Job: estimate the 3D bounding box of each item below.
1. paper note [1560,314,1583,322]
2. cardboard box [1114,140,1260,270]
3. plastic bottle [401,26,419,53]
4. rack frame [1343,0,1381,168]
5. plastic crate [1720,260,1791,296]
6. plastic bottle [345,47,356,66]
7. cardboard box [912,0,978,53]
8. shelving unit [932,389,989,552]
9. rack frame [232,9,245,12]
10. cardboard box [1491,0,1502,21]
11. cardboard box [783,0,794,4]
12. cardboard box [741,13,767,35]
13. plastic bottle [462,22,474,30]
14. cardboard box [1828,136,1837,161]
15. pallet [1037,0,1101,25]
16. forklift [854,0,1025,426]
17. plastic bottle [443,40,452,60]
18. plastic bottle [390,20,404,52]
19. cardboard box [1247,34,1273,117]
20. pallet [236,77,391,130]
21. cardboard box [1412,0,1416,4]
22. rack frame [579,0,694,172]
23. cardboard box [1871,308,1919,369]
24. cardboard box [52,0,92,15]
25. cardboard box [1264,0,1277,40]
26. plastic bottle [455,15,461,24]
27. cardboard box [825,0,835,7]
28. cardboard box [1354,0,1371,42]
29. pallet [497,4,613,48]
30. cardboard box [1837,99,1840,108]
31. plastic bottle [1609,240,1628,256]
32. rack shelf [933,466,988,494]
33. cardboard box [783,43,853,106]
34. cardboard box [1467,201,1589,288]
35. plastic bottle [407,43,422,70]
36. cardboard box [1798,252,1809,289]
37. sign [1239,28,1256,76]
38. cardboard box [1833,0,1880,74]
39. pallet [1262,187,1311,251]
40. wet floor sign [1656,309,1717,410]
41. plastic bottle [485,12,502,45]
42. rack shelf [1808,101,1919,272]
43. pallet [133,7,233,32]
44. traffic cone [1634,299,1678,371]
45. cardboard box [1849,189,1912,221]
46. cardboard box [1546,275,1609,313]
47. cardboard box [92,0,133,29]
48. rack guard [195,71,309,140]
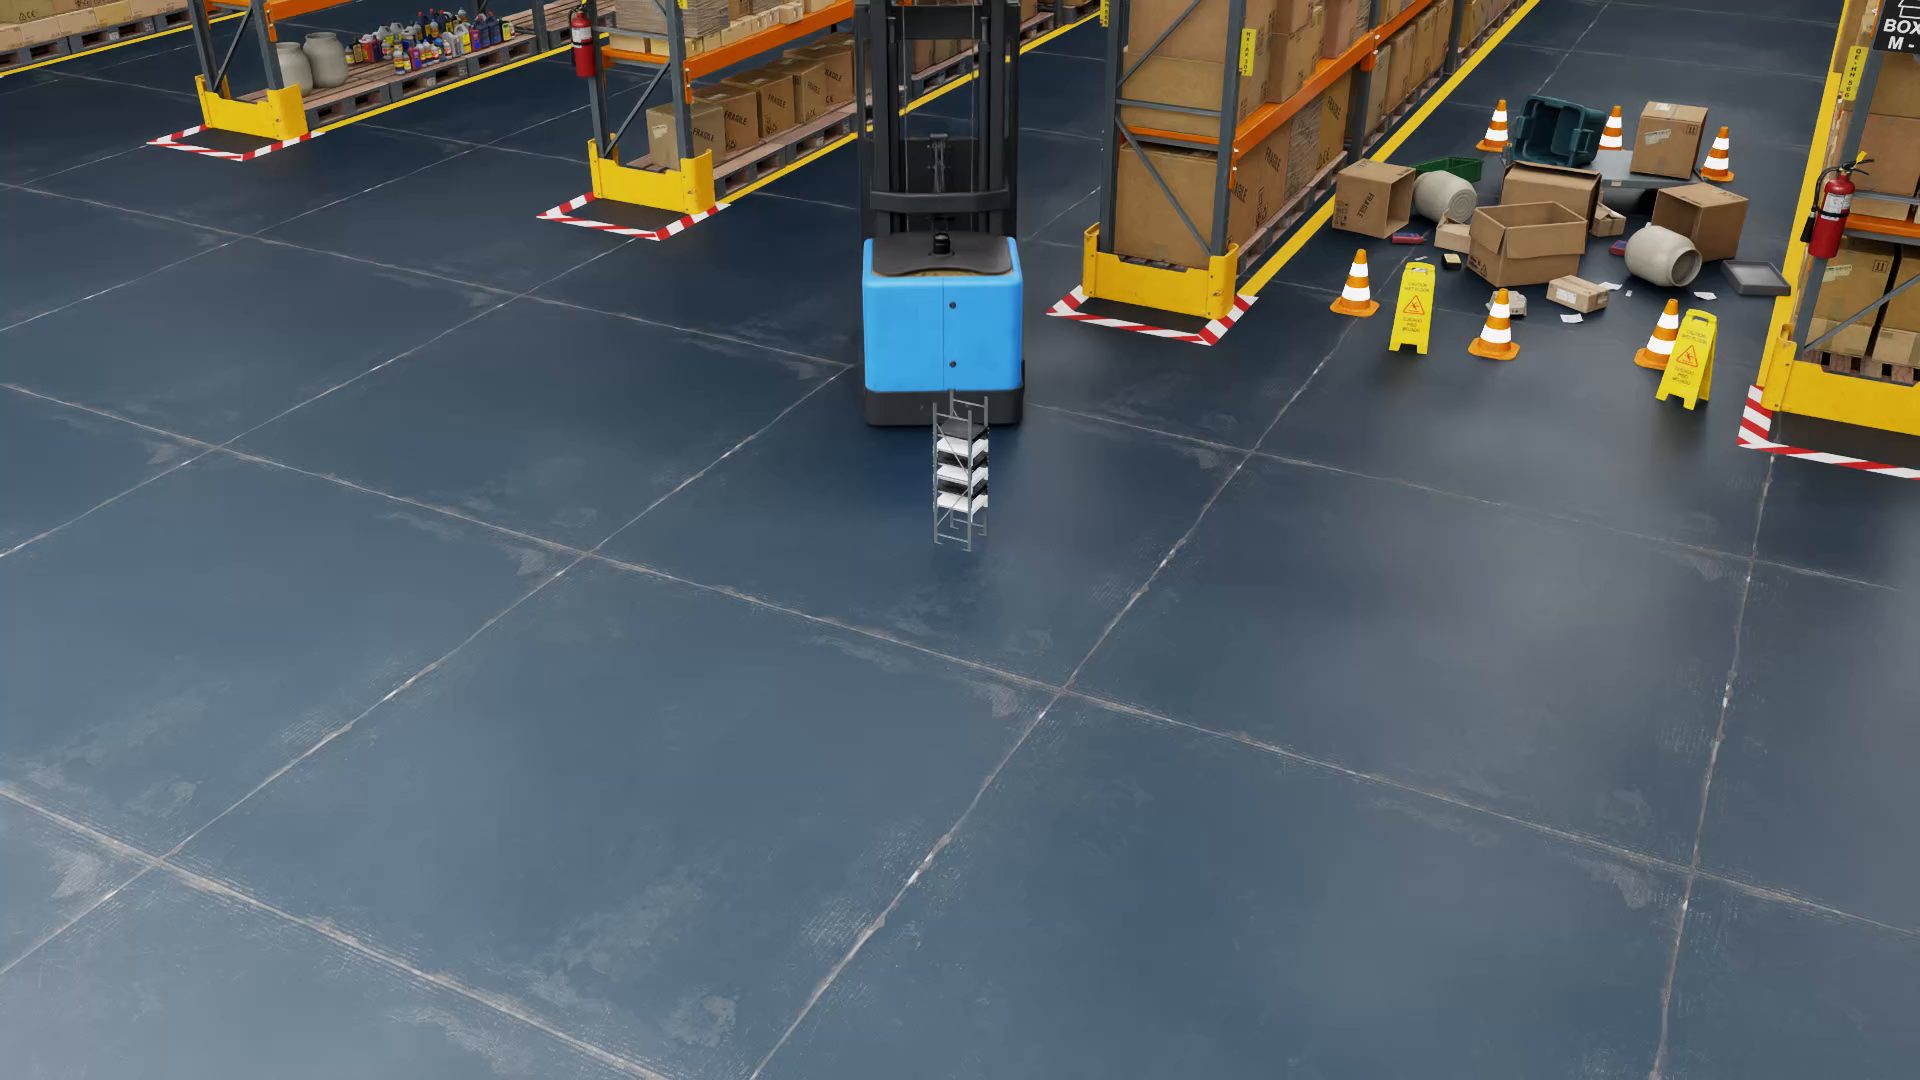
[{"bbox_3d":[4.664,-1.694,12.668,0.148,0.019,0.142,4,30,6],"label":"paper note"},{"bbox_3d":[1.803,-2.765,13.264,0.875,0.875,0.875,14,33,24],"label":"cardboard box"},{"bbox_3d":[-6.277,-5.707,18.969,0.152,0.276,0.135,14,33,23],"label":"plastic bottle"},{"bbox_3d":[3.375,-4.962,15.378,1.000,3.000,0.127,14,33,23],"label":"rack frame"},{"bbox_3d":[6.382,-2.108,13.340,0.402,0.080,0.583,4,30,6],"label":"plastic crate"},{"bbox_3d":[-6.780,-5.373,18.463,0.097,0.201,0.097,0,30,0],"label":"plastic bottle"},{"bbox_3d":[-0.207,-5.961,19.187,0.700,0.500,0.500,11,32,19],"label":"cardboard box"},{"bbox_3d":[0.004,-0.394,9.532,0.258,0.900,0.210,14,33,23],"label":"shelving unit"},{"bbox_3d":[-9.812,-8.381,21.332,1.000,3.000,0.127,14,33,23],"label":"rack frame"},{"bbox_3d":[6.435,-6.767,20.611,0.500,0.500,0.500,14,33,22],"label":"cardboard box"},{"bbox_3d":[-1.916,-5.448,15.826,0.875,0.500,0.500,14,33,23],"label":"cardboard box"},{"bbox_3d":[-2.001,-4.761,15.280,0.380,0.149,0.250,14,33,23],"label":"cardboard box"},{"bbox_3d":[-5.671,-5.852,19.221,0.152,0.276,0.135,14,33,23],"label":"plastic bottle"},{"bbox_3d":[6.975,-3.010,12.914,0.380,0.149,0.250,16,33,25],"label":"cardboard box"},{"bbox_3d":[1.254,-7.028,21.777,1.003,0.211,1.213,14,33,23],"label":"pallet"},{"bbox_3d":[-0.159,-2.720,11.543,1.130,2.935,3.031,-1,30,-2],"label":"forklift"},{"bbox_3d":[-5.782,-5.524,18.725,0.097,0.201,0.097,0,30,0],"label":"plastic bottle"},{"bbox_3d":[-6.421,-5.762,18.989,0.144,0.351,0.185,14,33,23],"label":"plastic bottle"},{"bbox_3d":[1.912,-3.677,12.991,0.875,0.550,0.550,14,33,23],"label":"cardboard box"},{"bbox_3d":[-6.858,-4.676,17.681,1.003,0.211,1.213,14,33,23],"label":"pallet"},{"bbox_3d":[4.313,-5.622,16.428,0.500,0.500,0.500,14,33,23],"label":"cardboard box"},{"bbox_3d":[-2.817,-4.359,14.328,1.000,3.000,0.127,14,33,23],"label":"rack frame"},{"bbox_3d":[6.619,-1.395,11.507,0.500,0.250,0.500,14,33,23],"label":"cardboard box"},{"bbox_3d":[-10.749,-6.556,19.741,0.500,0.500,0.500,14,33,23],"label":"cardboard box"},{"bbox_3d":[1.925,-4.142,12.716,0.875,0.550,0.550,14,33,23],"label":"cardboard box"},{"bbox_3d":[-5.985,-6.146,19.808,0.097,0.201,0.097,0,30,0],"label":"plastic bottle"},{"bbox_3d":[-1.444,-5.318,16.251,0.380,0.149,0.250,14,33,23],"label":"cardboard box"},{"bbox_3d":[3.217,-4.861,15.051,0.875,0.550,0.550,14,33,23],"label":"cardboard box"},{"bbox_3d":[-5.081,-6.403,20.688,1.003,0.211,1.213,14,33,23],"label":"pallet"},{"bbox_3d":[9.383,-4.451,16.706,0.950,0.372,0.625,12,32,20],"label":"cardboard box"},{"bbox_3d":[5.570,-2.463,13.977,0.133,0.061,0.283,21,36,32],"label":"plastic bottle"},{"bbox_3d":[0.004,-0.365,9.549,0.258,0.077,0.200,14,33,23],"label":"rack shelf"},{"bbox_3d":[-1.467,-4.806,17.195,0.500,0.500,0.500,-26,39,-37],"label":"cardboard box"},{"bbox_3d":[4.552,-2.381,13.391,0.797,0.503,0.637,-7,31,-11],"label":"cardboard box"},{"bbox_3d":[-6.003,-5.324,18.295,0.061,0.283,0.133,15,33,24],"label":"plastic bottle"},{"bbox_3d":[6.373,-2.072,11.932,0.500,0.500,0.500,16,33,25],"label":"cardboard box"},{"bbox_3d":[2.044,-3.470,11.831,0.100,0.325,0.005,14,33,23],"label":"sign"},{"bbox_3d":[6.422,-3.464,11.368,0.700,0.500,0.500,14,33,23],"label":"cardboard box"},{"bbox_3d":[2.404,-2.890,14.571,1.003,0.211,1.213,14,33,23],"label":"pallet"},{"bbox_3d":[4.966,-1.248,11.275,0.232,0.644,0.267,-25,38,-36],"label":"wet floor sign"},{"bbox_3d":[-5.441,-5.947,19.311,0.144,0.351,0.185,13,32,22],"label":"plastic bottle"},{"bbox_3d":[6.916,-2.685,12.136,1.077,0.370,4.000,14,33,23],"label":"rack shelf"},{"bbox_3d":[-10.211,-6.829,21.429,1.003,0.211,1.213,14,33,23],"label":"pallet"},{"bbox_3d":[5.053,-1.494,11.886,0.336,0.463,0.334,14,33,23],"label":"traffic cone"},{"bbox_3d":[5.985,-2.216,10.849,0.380,0.149,0.250,15,33,25],"label":"cardboard box"},{"bbox_3d":[4.804,-1.913,12.932,0.250,0.149,0.380,-18,34,-28],"label":"cardboard box"},{"bbox_3d":[-10.507,-6.449,20.308,0.500,0.250,0.500,14,33,23],"label":"cardboard box"},{"bbox_3d":[-7.233,-4.443,16.984,1.175,0.500,0.348,14,33,23],"label":"rack guard"}]
